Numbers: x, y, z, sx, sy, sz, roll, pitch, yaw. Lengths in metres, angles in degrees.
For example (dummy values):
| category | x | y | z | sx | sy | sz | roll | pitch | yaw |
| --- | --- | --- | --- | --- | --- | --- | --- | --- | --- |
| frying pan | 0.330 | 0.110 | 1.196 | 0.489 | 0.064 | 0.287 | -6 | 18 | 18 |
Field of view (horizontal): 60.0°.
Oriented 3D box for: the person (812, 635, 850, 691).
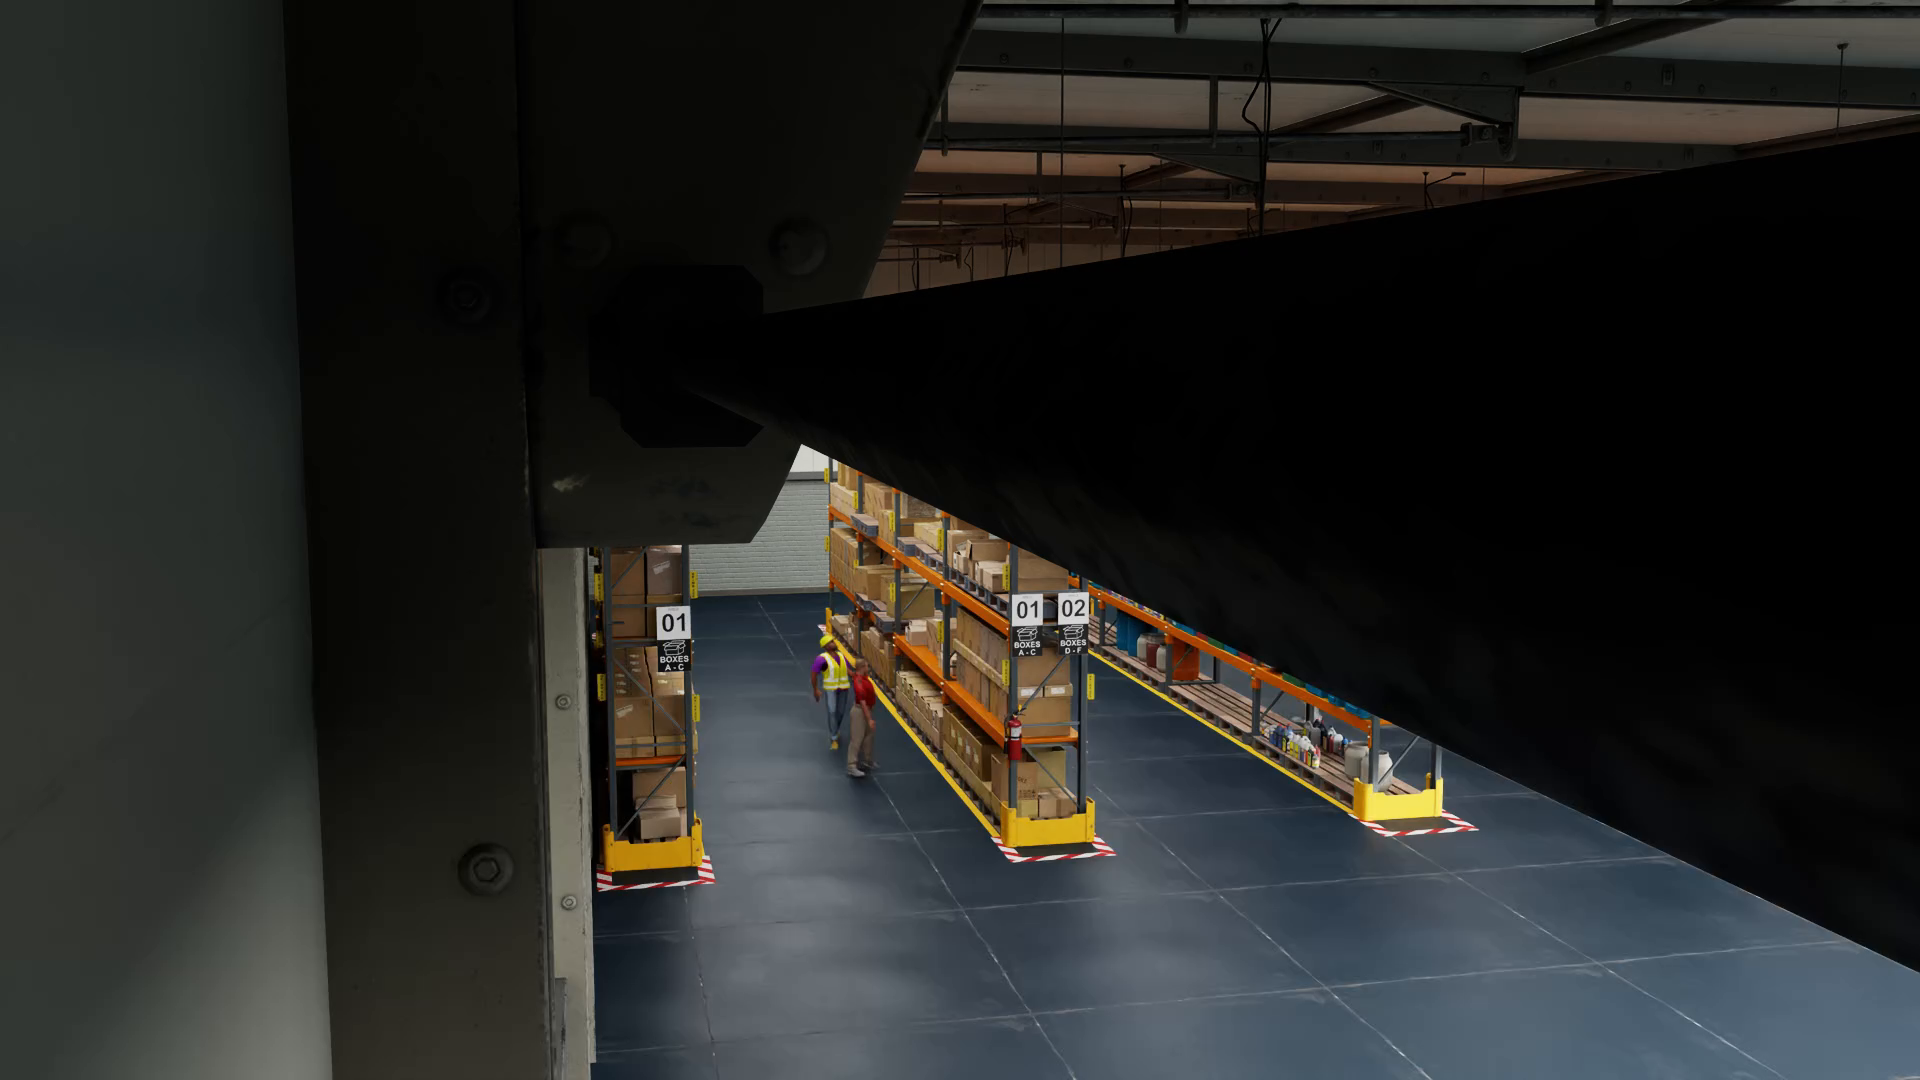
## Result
| category | x | y | z | sx | sy | sz | roll | pitch | yaw |
| --- | --- | --- | --- | --- | --- | --- | --- | --- | --- |
| person | -2.037 | 1.941 | 26.290 | 0.635 | 0.867 | 0.429 | -2 | 7 | -15 |

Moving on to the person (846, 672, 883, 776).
| category | x | y | z | sx | sy | sz | roll | pitch | yaw |
| --- | --- | --- | --- | --- | --- | --- | --- | --- | --- |
| person | -1.420 | 2.707 | 24.508 | 0.487 | 1.554 | 0.700 | 1 | 7 | 5 |

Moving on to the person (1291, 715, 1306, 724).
| category | x | y | z | sx | sy | sz | roll | pitch | yaw |
| --- | --- | --- | --- | --- | --- | --- | --- | --- | --- |
| person | 5.763 | 2.223 | 27.721 | 0.463 | 1.668 | 0.513 | 0 | 7 | 1 |
